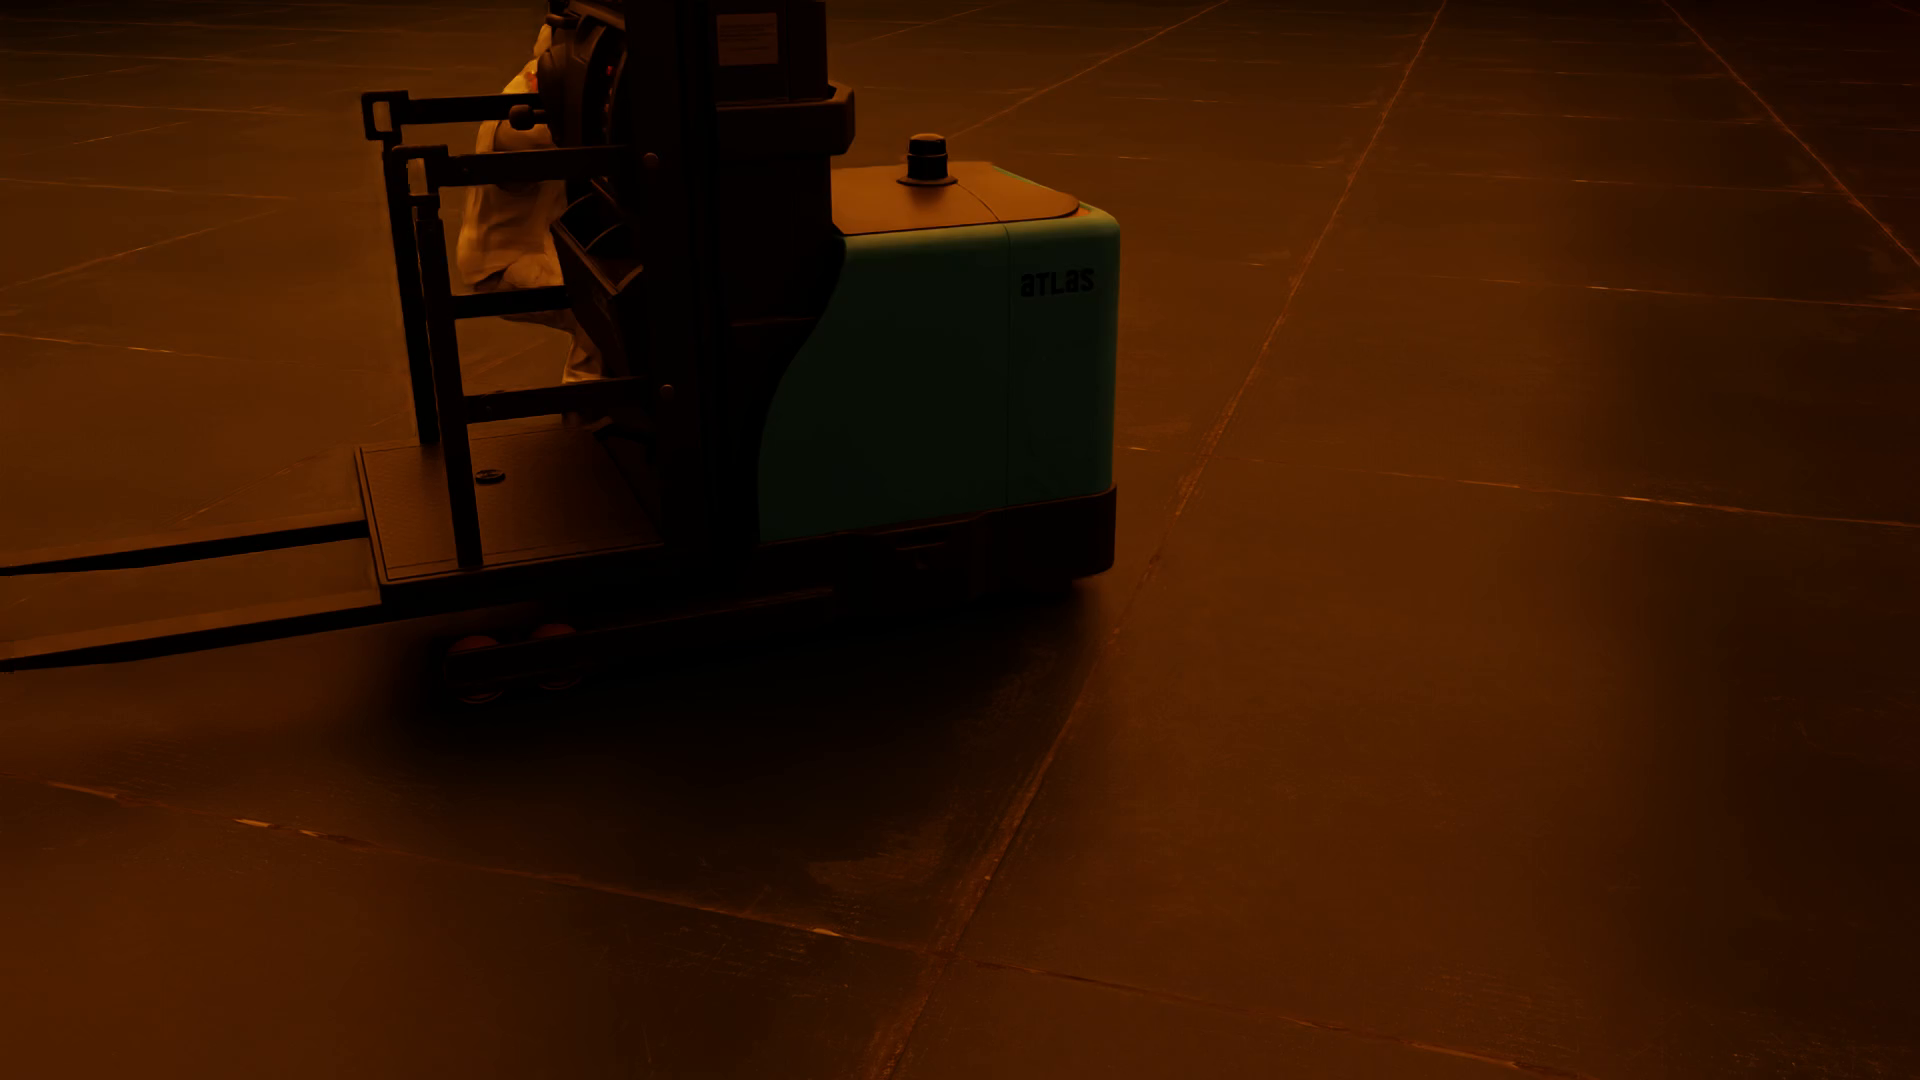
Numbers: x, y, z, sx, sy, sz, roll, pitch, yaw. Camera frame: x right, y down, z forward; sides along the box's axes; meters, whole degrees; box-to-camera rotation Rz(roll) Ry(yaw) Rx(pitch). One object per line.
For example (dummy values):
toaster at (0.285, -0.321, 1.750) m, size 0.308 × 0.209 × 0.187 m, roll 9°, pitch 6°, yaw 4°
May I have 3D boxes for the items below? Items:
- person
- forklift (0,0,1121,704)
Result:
person at (-1.186, -0.974, 5.342) m, size 0.737 × 1.404 × 1.415 m, roll 2°, pitch 23°, yaw 5°
forklift at (-1.126, -1.176, 4.127) m, size 3.031 × 2.935 × 1.130 m, roll -9°, pitch 24°, yaw -20°
